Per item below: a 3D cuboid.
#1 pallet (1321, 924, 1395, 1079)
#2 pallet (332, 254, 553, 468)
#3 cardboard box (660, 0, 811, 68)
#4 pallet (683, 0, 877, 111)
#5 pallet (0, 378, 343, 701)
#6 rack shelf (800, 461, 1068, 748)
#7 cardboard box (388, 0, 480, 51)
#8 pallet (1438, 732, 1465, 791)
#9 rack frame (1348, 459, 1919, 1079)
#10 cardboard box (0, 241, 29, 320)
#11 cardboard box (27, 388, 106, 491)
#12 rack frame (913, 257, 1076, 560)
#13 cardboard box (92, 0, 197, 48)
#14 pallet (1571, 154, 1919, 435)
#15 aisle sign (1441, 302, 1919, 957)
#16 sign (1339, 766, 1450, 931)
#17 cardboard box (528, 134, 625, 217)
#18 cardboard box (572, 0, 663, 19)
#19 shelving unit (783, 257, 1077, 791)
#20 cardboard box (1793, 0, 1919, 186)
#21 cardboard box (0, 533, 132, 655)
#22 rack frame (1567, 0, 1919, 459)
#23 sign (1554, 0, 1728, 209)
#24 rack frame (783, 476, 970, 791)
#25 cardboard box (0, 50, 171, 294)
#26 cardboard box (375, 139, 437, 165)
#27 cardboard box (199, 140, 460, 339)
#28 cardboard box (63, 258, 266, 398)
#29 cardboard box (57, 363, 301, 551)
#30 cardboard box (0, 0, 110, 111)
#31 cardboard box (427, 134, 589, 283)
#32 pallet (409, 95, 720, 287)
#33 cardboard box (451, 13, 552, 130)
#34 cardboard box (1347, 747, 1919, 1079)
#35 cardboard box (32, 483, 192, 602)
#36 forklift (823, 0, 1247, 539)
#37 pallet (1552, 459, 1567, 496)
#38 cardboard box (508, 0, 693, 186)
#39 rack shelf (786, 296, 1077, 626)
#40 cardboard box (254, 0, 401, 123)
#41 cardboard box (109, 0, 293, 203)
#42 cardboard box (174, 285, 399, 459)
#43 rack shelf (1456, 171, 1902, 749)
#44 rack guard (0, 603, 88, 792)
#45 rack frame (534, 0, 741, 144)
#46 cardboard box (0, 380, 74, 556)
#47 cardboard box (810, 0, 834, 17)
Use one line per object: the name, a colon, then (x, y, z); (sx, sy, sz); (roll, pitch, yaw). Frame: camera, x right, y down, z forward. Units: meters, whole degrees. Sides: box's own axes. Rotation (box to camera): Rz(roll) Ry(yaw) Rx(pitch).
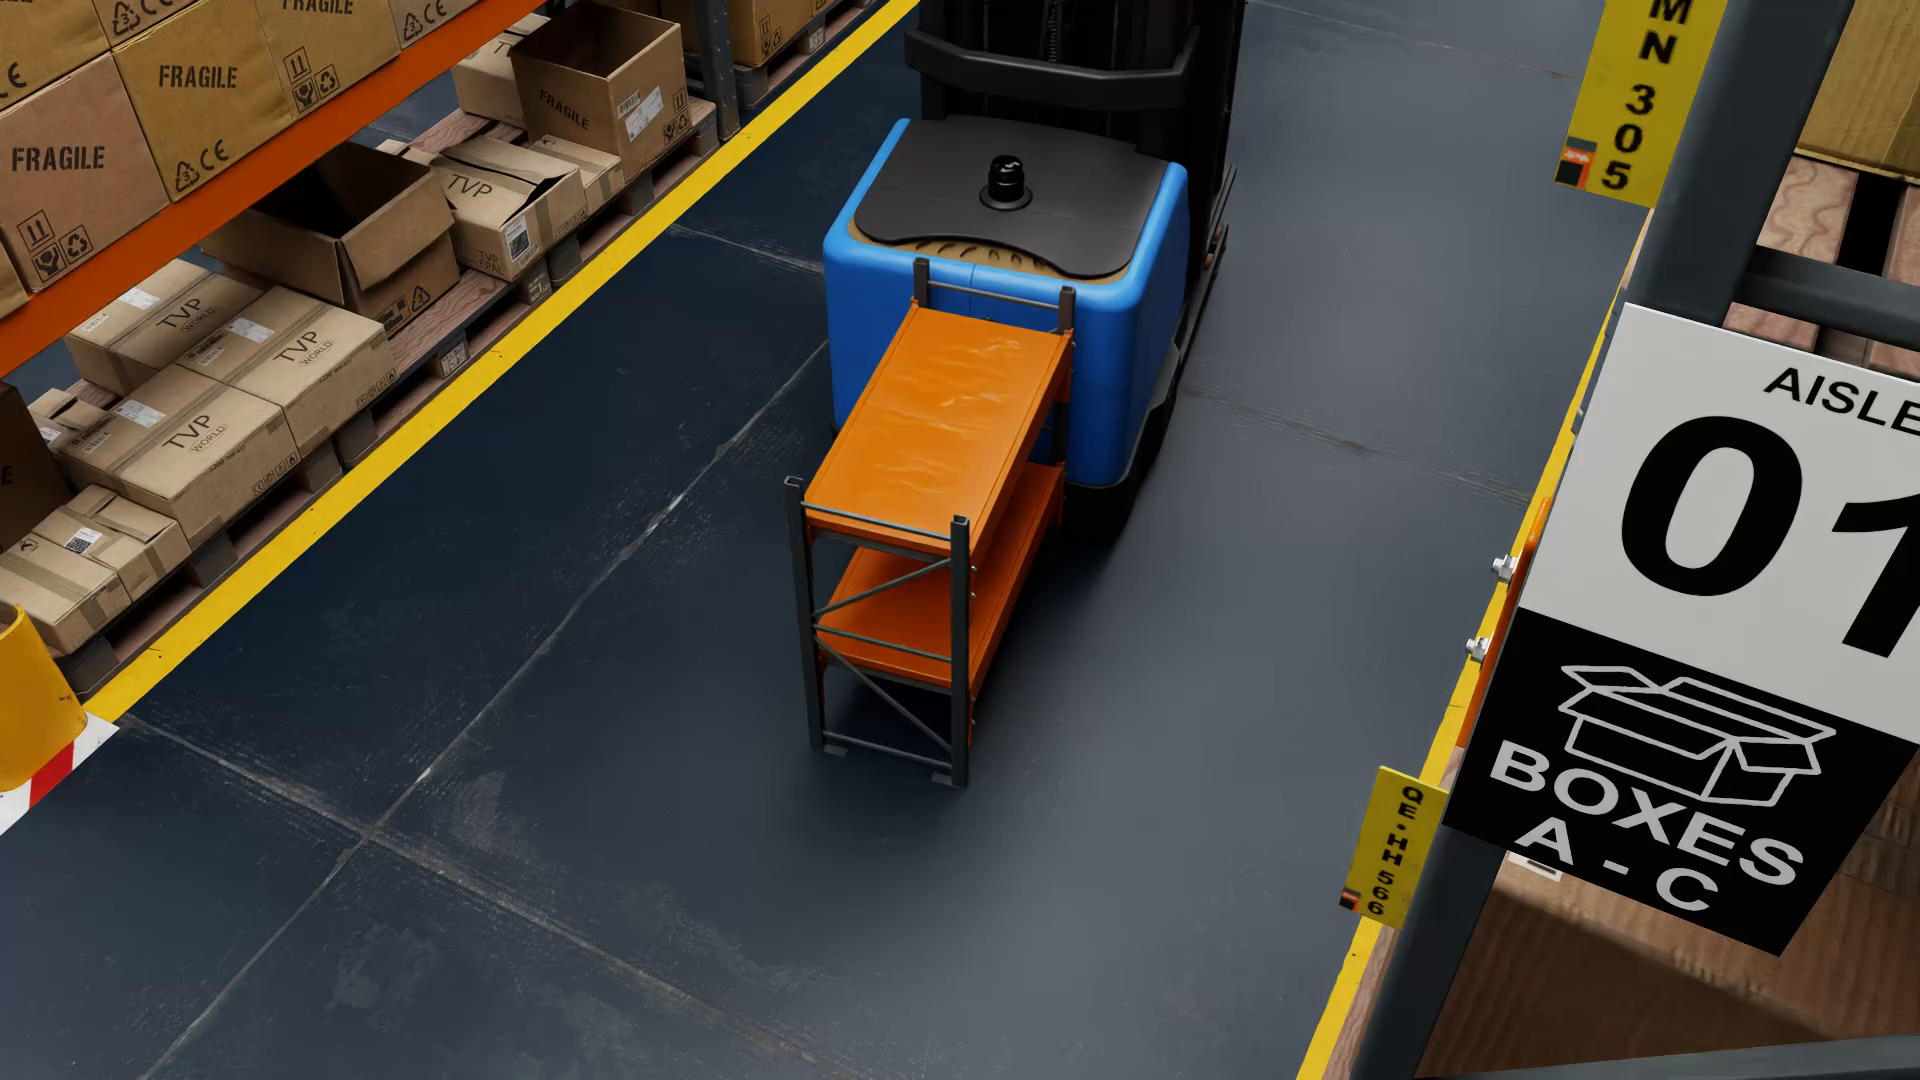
pallet: (1.362, 1.551, 4.069); (1.003, 0.211, 1.213); (20, 49, 19)
pallet: (-2.357, -0.869, 6.460); (1.003, 0.211, 1.213); (20, 49, 19)
cardboard box: (-1.032, -2.553, 7.612); (0.500, 0.500, 0.500); (18, 48, 17)
pallet: (-1.128, -2.597, 8.169); (1.003, 0.211, 1.213); (20, 49, 19)
pallet: (-2.925, -0.103, 5.703); (1.003, 0.211, 1.213); (20, 49, 19)
rack shelf: (-0.058, 0.121, 5.183); (0.538, 0.278, 1.000); (13, 47, 13)
cardboard box: (-1.952, -2.039, 5.585); (0.500, 0.500, 0.500); (22, 49, 20)
pallet: (1.929, 0.786, 4.825); (1.003, 0.211, 1.213); (20, 49, 19)
rack frame: (1.060, 1.100, 2.553); (1.000, 3.000, 0.127); (20, 49, 19)
cardboard box: (-2.890, -0.760, 4.322); (0.500, 0.500, 0.500); (21, 49, 20)
cardboard box: (-3.027, -0.341, 5.660); (0.380, 0.166, 0.250); (20, 49, 19)
rack frame: (0.101, -0.394, 5.349); (0.500, 1.125, 0.032); (13, 47, 13)
cardboard box: (-2.417, -1.757, 4.604); (0.500, 0.500, 0.500); (21, 49, 20)
pallet: (1.395, -0.394, 1.983); (1.003, 0.211, 1.213); (20, 49, 19)
aisle sign: (0.761, 0.133, 1.682); (0.394, 0.787, 0.004); (20, 49, 19)
sign: (0.586, 0.422, 2.243); (0.100, 0.325, 0.005); (20, 49, 19)
cardboard box: (-1.607, -1.496, 6.815); (0.380, 0.149, 0.250); (20, 49, 19)
cardboard box: (-1.497, -2.734, 7.791); (0.500, 0.500, 0.500); (20, 49, 19)
shelving unit: (-0.058, -0.051, 5.009); (0.538, 1.125, 1.048); (13, 47, 13)
cardboard box: (1.165, -0.633, 1.897); (0.500, 0.250, 0.500); (22, 49, 20)
cardboard box: (-2.831, 0.164, 5.174); (0.380, 0.149, 0.250); (20, 49, 19)
rack frame: (1.060, -1.008, 0.420); (1.000, 3.000, 0.127); (20, 49, 19)
sign: (0.586, -0.425, 1.385); (0.100, 0.325, 0.005); (20, 49, 19)
rack frame: (-0.217, 0.293, 4.670); (0.500, 1.125, 0.032); (13, 47, 13)
cardboard box: (-2.655, -1.087, 4.645); (0.500, 0.500, 0.500); (20, 49, 19)
cardboard box: (-2.252, -1.470, 6.777); (0.380, 0.166, 0.250); (20, 49, 19)
cardboard box: (-2.340, -1.144, 6.218); (0.797, 0.503, 0.637); (20, 49, 19)
cardboard box: (-2.828, -0.733, 5.990); (0.500, 0.250, 0.500); (20, 49, 19)
cardboard box: (-2.594, -0.285, 5.546); (0.500, 0.250, 0.500); (20, 49, 19)
cardboard box: (-2.654, -1.444, 4.295); (0.500, 0.500, 0.500); (21, 49, 19)
cardboard box: (-1.834, -1.337, 6.544); (0.500, 0.311, 0.500); (20, 49, 19)
pallet: (-1.792, -1.640, 7.223); (1.003, 0.211, 1.213); (20, 49, 19)
cardboard box: (-1.859, -2.069, 7.267); (0.500, 0.311, 0.500); (20, 49, 19)
cardboard box: (1.288, 0.670, 2.768); (0.980, 0.700, 0.700); (23, 50, 21)
cardboard box: (-2.715, 0.001, 5.323); (0.380, 0.166, 0.250); (20, 49, 19)
forklift: (0.472, -2.102, 5.766); (1.130, 2.935, 3.031); (12, 47, 12)
pallet: (2.495, 0.014, 5.588); (1.003, 0.211, 1.213); (20, 49, 19)
cardboard box: (-1.486, -1.876, 6.943); (0.500, 0.500, 0.500); (20, 49, 19)
rack shelf: (-0.058, -0.256, 4.801); (0.538, 0.278, 1.000); (13, 47, 13)
cardboard box: (-2.186, -1.717, 5.267); (0.500, 0.500, 0.500); (21, 49, 20)
cardboard box: (-2.419, -1.402, 4.957); (0.500, 0.500, 0.500); (20, 49, 19)
cardboard box: (-2.361, -0.600, 5.858); (0.500, 0.250, 0.500); (20, 49, 19)
rack shelf: (1.988, -0.961, 2.988); (1.077, 0.370, 4.000); (20, 49, 19)
rack guard: (-3.294, 0.298, 5.104); (1.175, 0.500, 0.348); (20, 49, 19)
rack frame: (-1.473, -3.053, 6.658); (1.000, 3.000, 0.127); (20, 49, 19)
cardboard box: (-3.295, -0.233, 5.319); (0.500, 0.500, 0.500); (20, 49, 19)
cardboard box: (-0.794, -2.893, 7.948); (0.500, 0.500, 0.500); (21, 49, 20)
